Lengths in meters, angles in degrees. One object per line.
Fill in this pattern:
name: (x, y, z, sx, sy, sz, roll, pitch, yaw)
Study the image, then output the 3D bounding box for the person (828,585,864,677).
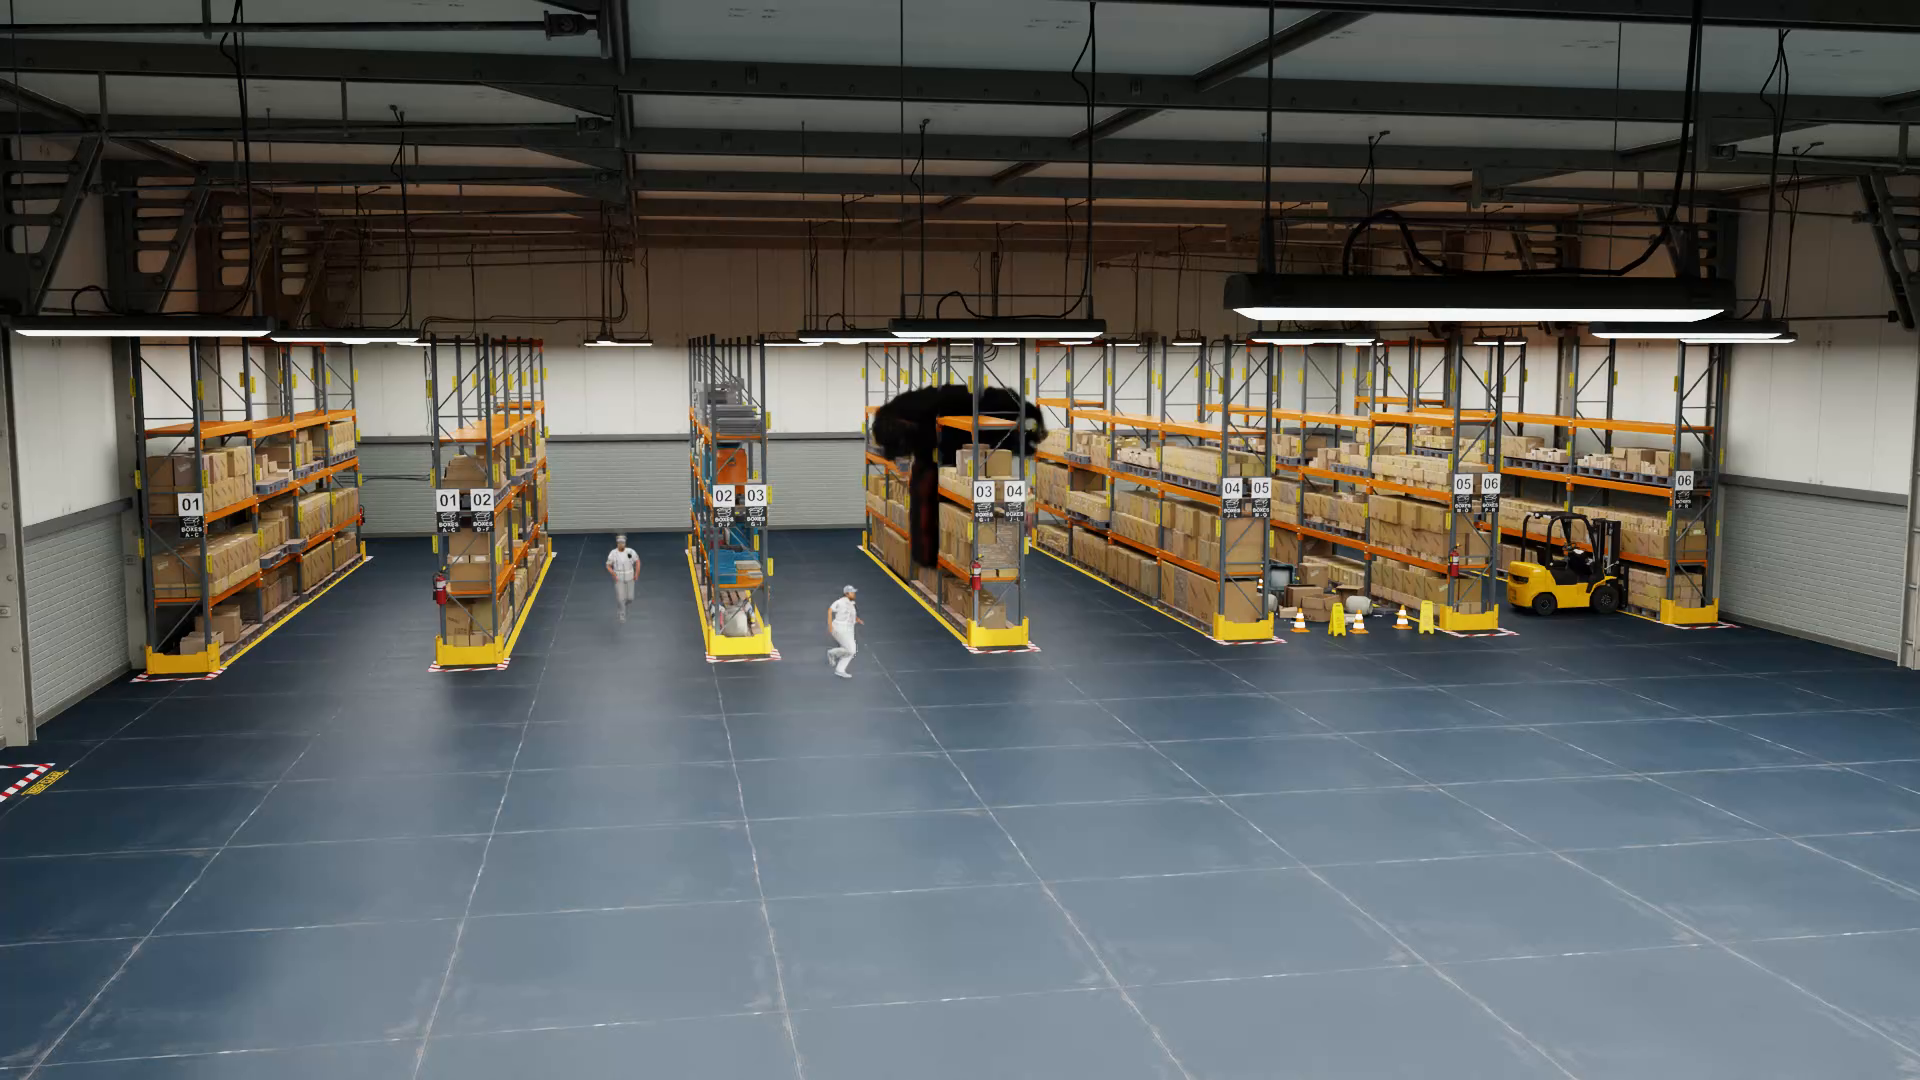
person: (-2.004, 1.605, 29.159, 0.629, 1.620, 0.645, 3, 7, 25)

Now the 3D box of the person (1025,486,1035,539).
person: (2.081, -0.821, 50.100, 0.590, 1.636, 0.563, -6, 9, -42)

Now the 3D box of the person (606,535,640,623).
person: (-6.714, 0.767, 33.198, 0.678, 1.756, 0.650, -2, 7, -16)
